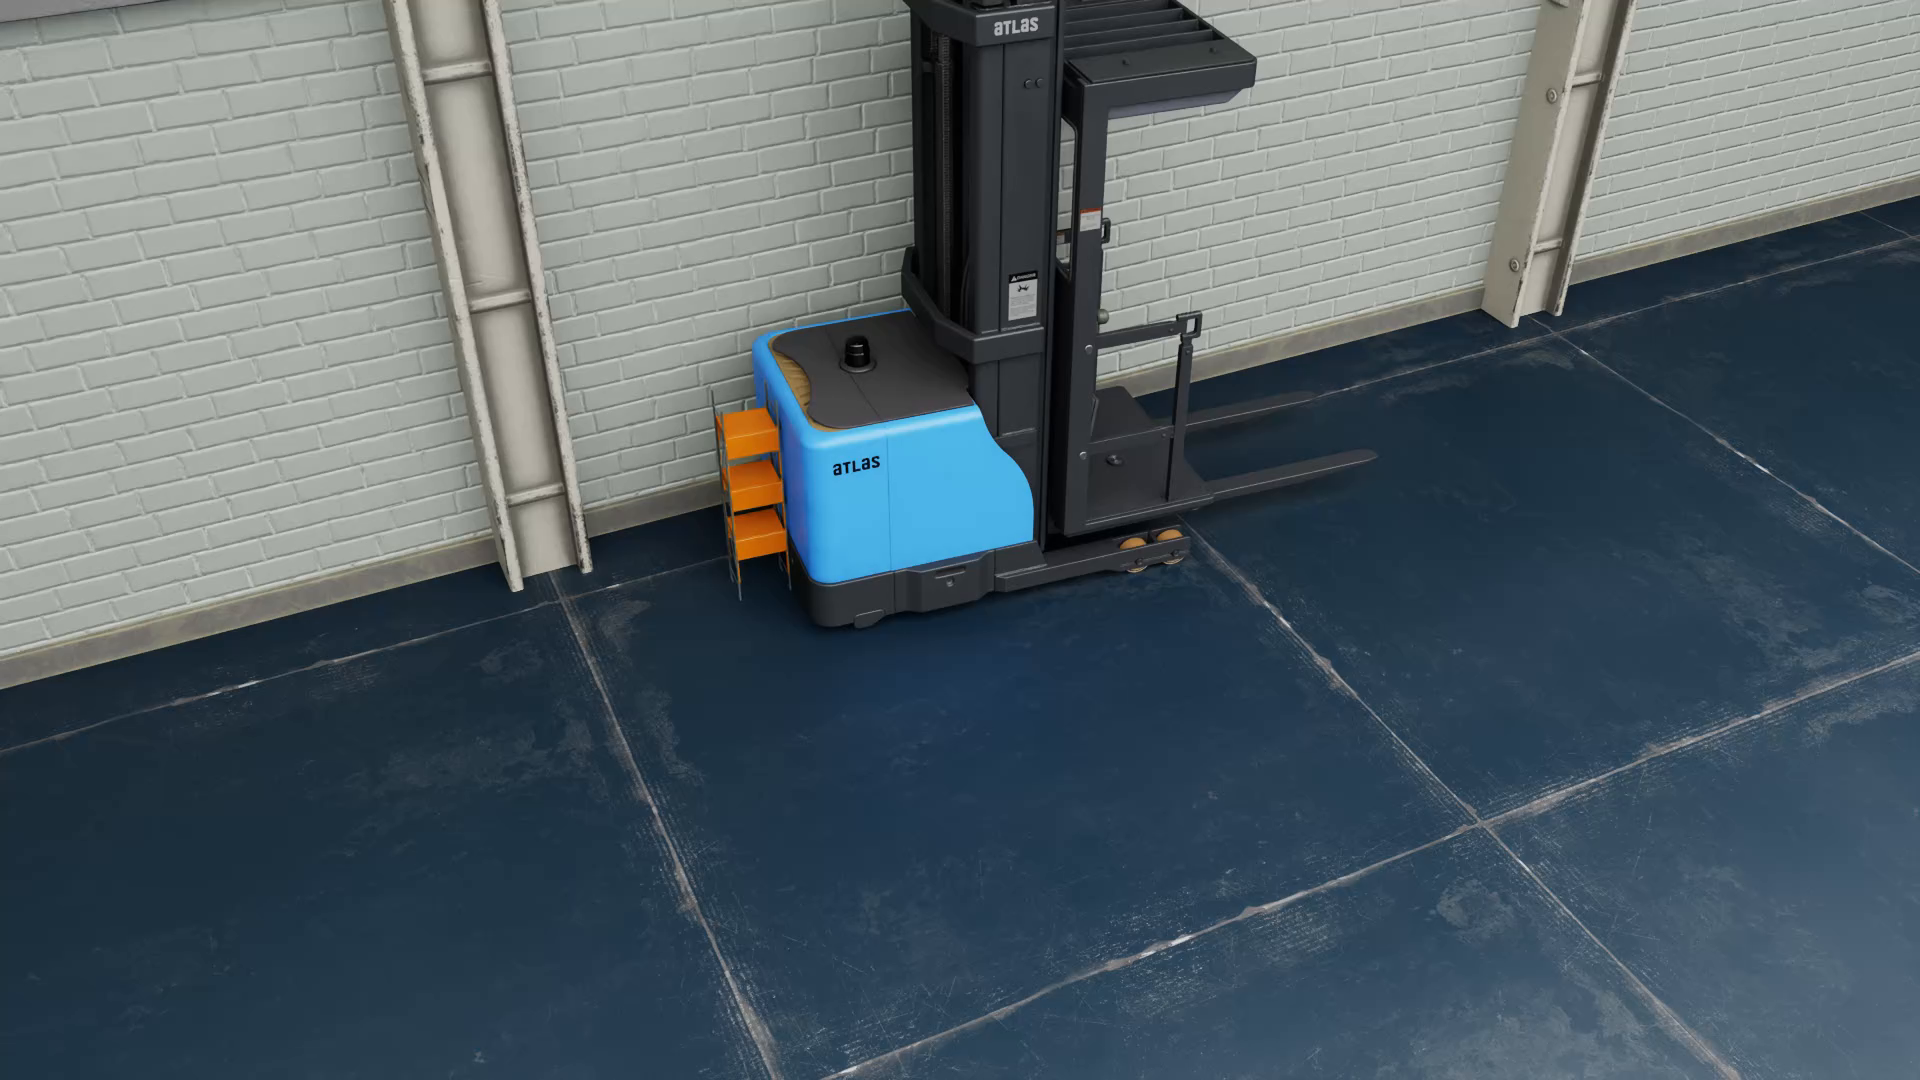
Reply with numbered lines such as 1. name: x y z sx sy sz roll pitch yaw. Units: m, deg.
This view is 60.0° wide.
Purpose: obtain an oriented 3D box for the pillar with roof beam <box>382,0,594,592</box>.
1. pillar with roof beam: -0.189 -1.177 2.283 0.400 9.000 9.100 -16 39 -20

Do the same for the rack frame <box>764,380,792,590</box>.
1. rack frame: -0.840 -0.239 7.692 0.008 1.050 0.200 -12 38 -16

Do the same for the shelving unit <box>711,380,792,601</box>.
1. shelving unit: -0.955 -0.215 7.658 0.252 1.050 0.215 -12 38 -16

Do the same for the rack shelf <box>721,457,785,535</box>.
1. rack shelf: -0.955 -0.206 7.665 0.240 0.259 0.215 -12 38 -16

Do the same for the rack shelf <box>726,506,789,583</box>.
1. rack shelf: -0.955 0.017 7.830 0.240 0.259 0.215 -12 38 -16

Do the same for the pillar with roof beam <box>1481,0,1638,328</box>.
1. pillar with roof beam: 5.242 -2.696 4.331 0.400 9.000 9.100 -16 39 -20

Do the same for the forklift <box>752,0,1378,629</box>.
1. forklift: 0.591 -1.304 7.548 3.031 2.935 1.130 -12 38 -16

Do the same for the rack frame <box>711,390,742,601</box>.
1. rack frame: -1.070 -0.190 7.625 0.008 1.050 0.200 -12 38 -16

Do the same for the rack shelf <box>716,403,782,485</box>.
1. rack shelf: -0.955 -0.434 7.495 0.240 0.259 0.215 -12 38 -16
